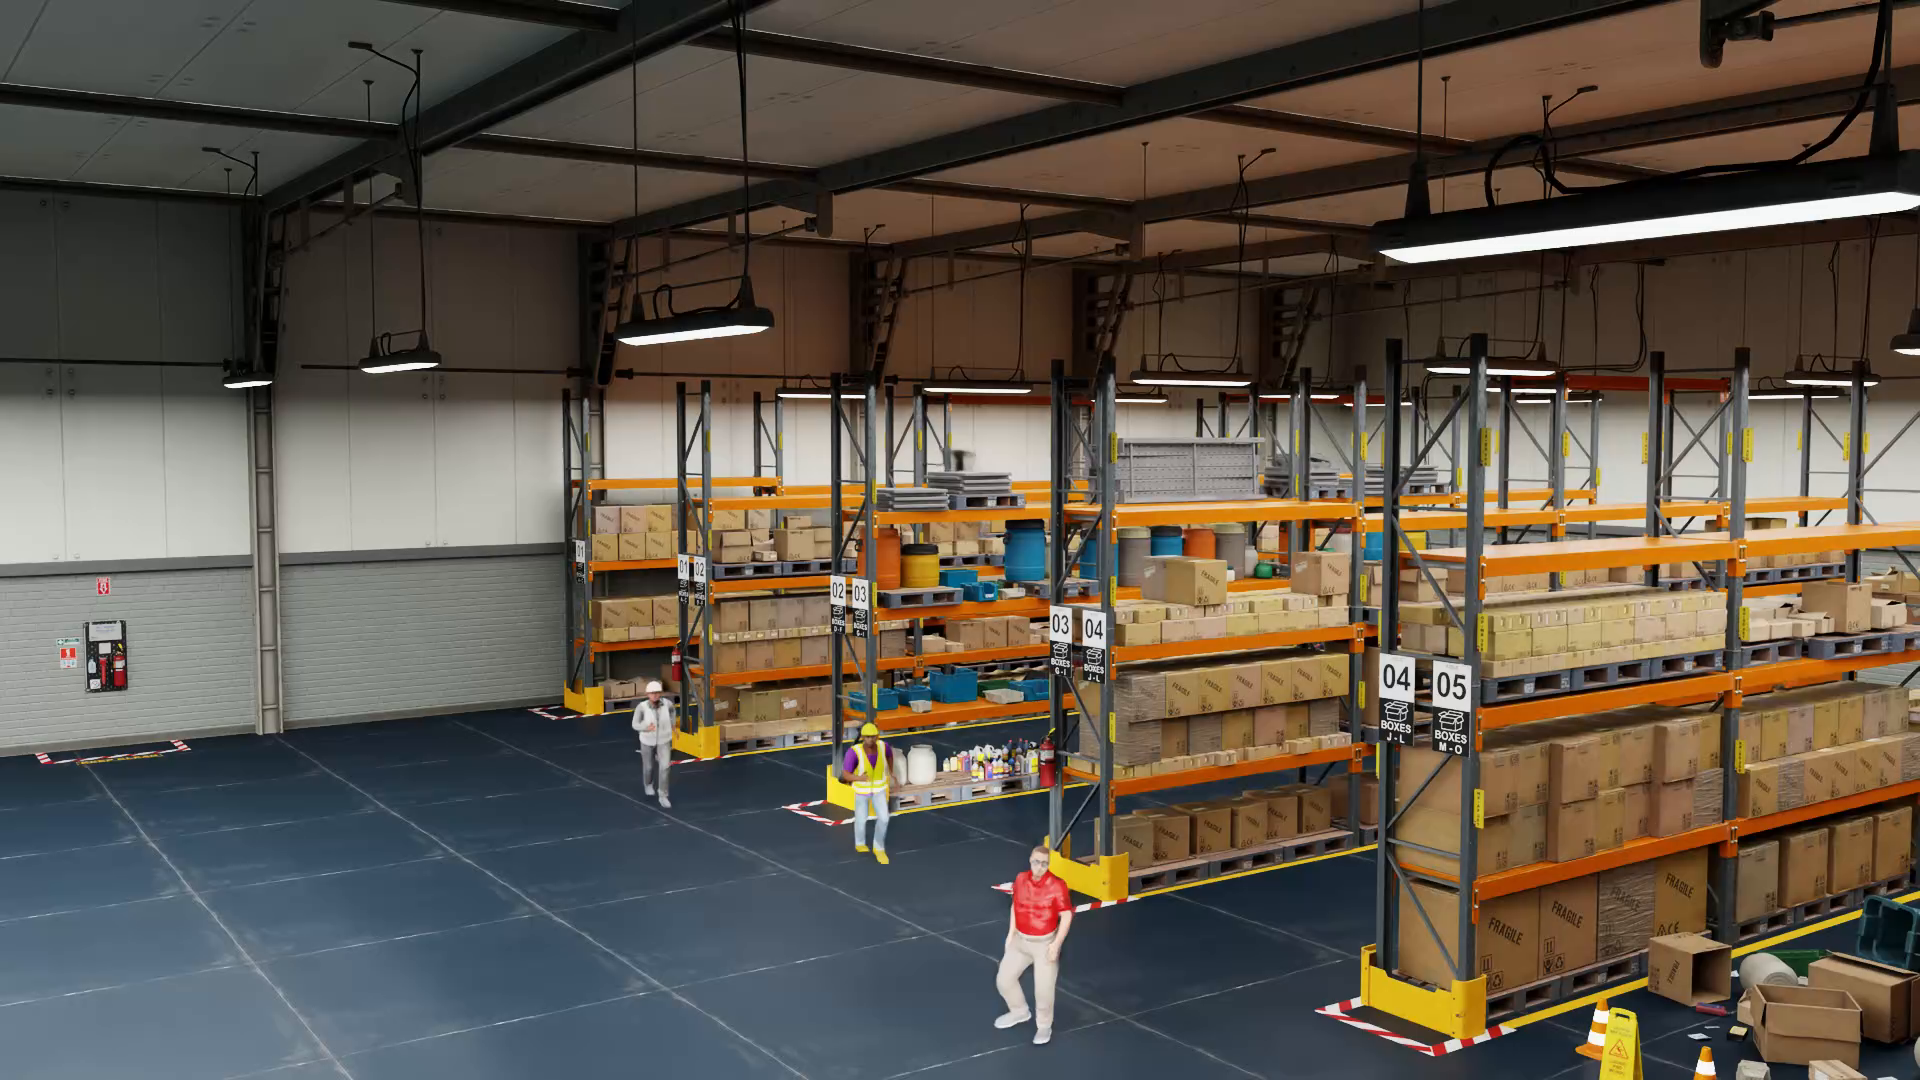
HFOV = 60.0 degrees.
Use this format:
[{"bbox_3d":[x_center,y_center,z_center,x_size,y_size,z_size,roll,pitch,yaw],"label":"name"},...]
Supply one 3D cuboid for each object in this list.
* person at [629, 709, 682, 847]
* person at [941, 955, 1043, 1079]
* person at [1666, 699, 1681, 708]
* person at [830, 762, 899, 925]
[{"bbox_3d":[-3.760,2.967,20.638,0.636,1.728,0.565,-1,4,-16],"label":"person"},{"bbox_3d":[0.217,3.623,11.329,0.692,1.698,0.725,0,4,7],"label":"person"},{"bbox_3d":[9.551,2.942,22.181,0.625,1.640,0.588,-2,4,-27],"label":"person"},{"bbox_3d":[-0.985,3.179,17.379,0.713,1.721,0.600,-1,4,-8],"label":"person"}]
